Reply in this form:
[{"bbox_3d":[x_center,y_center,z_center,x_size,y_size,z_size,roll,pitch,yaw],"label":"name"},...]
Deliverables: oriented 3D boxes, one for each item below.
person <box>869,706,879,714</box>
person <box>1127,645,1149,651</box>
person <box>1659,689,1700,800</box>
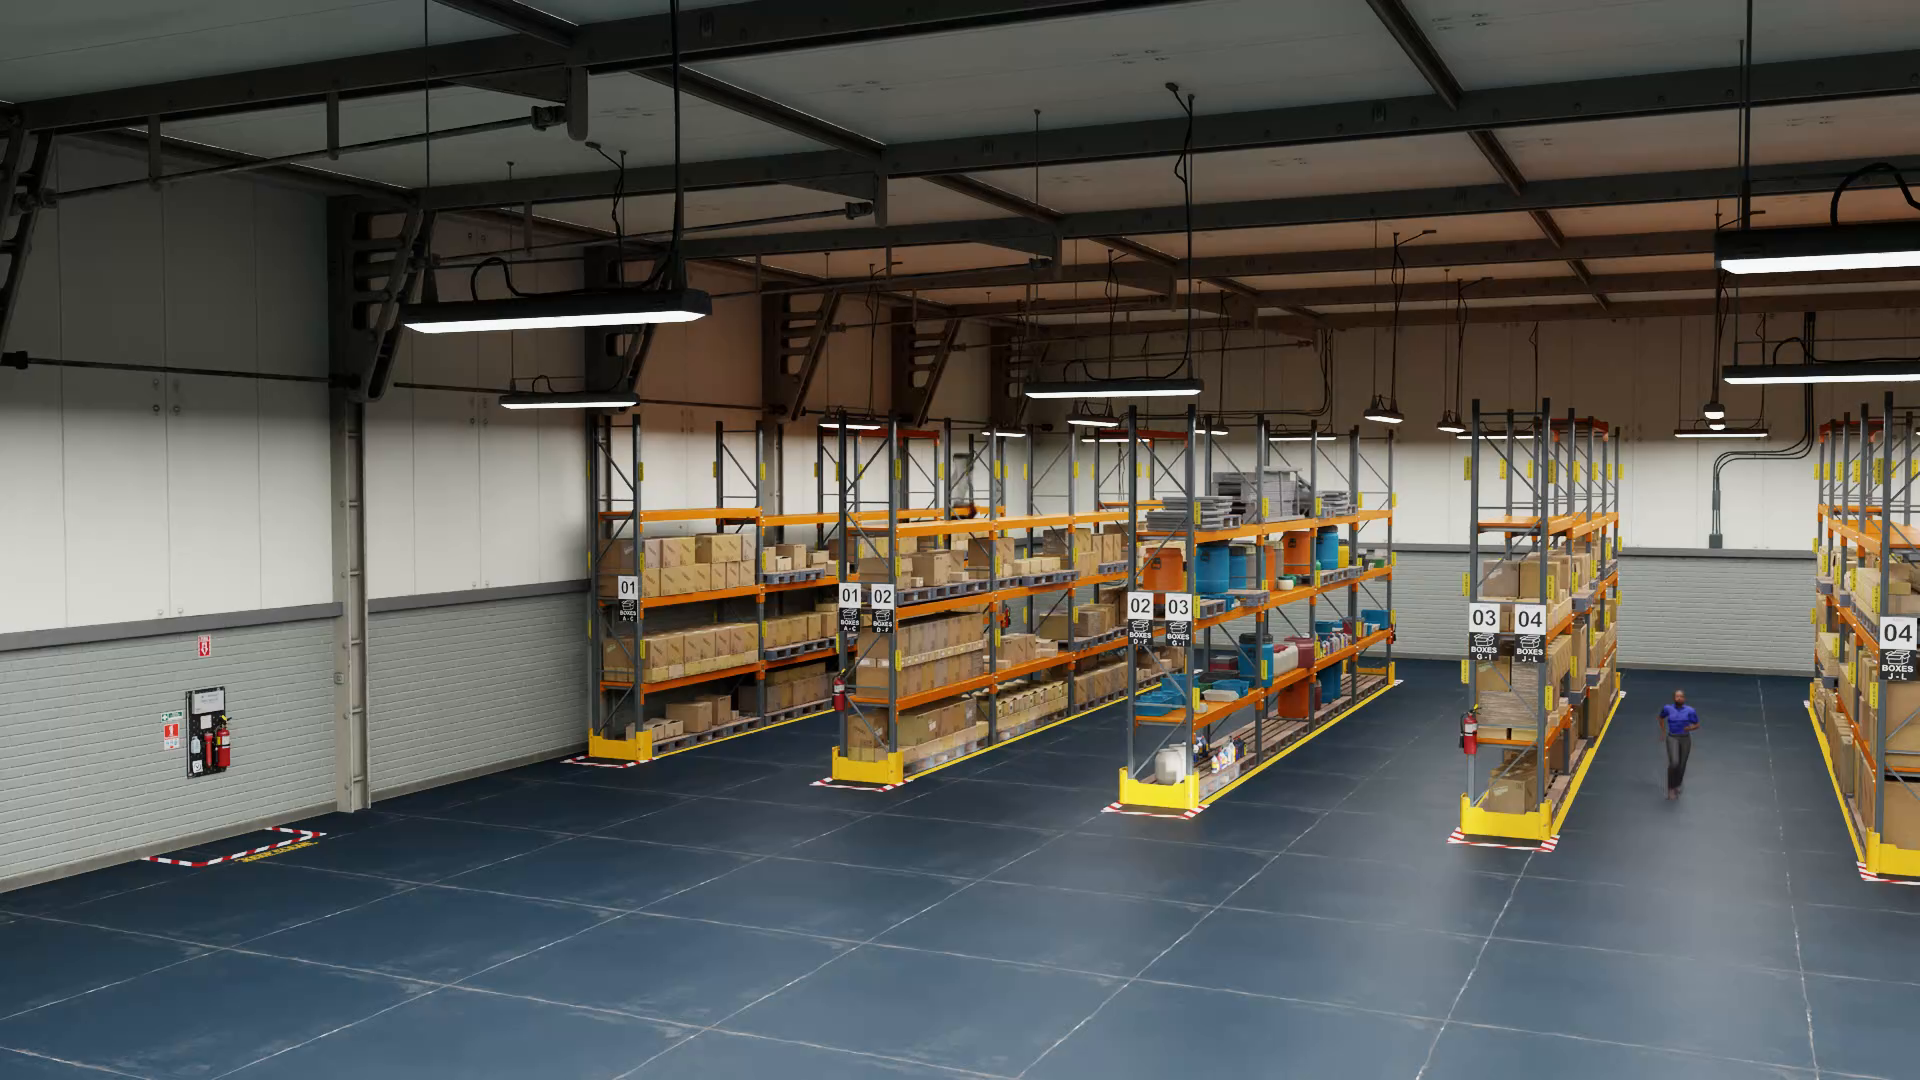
[{"bbox_3d":[-1.519,2.983,31.009,0.550,1.549,0.871,1,3,23],"label":"person"},{"bbox_3d":[4.646,2.489,42.774,0.760,1.575,0.555,1,3,28],"label":"person"},{"bbox_3d":[11.040,3.143,25.521,0.554,1.688,0.731,1,2,16],"label":"person"}]
